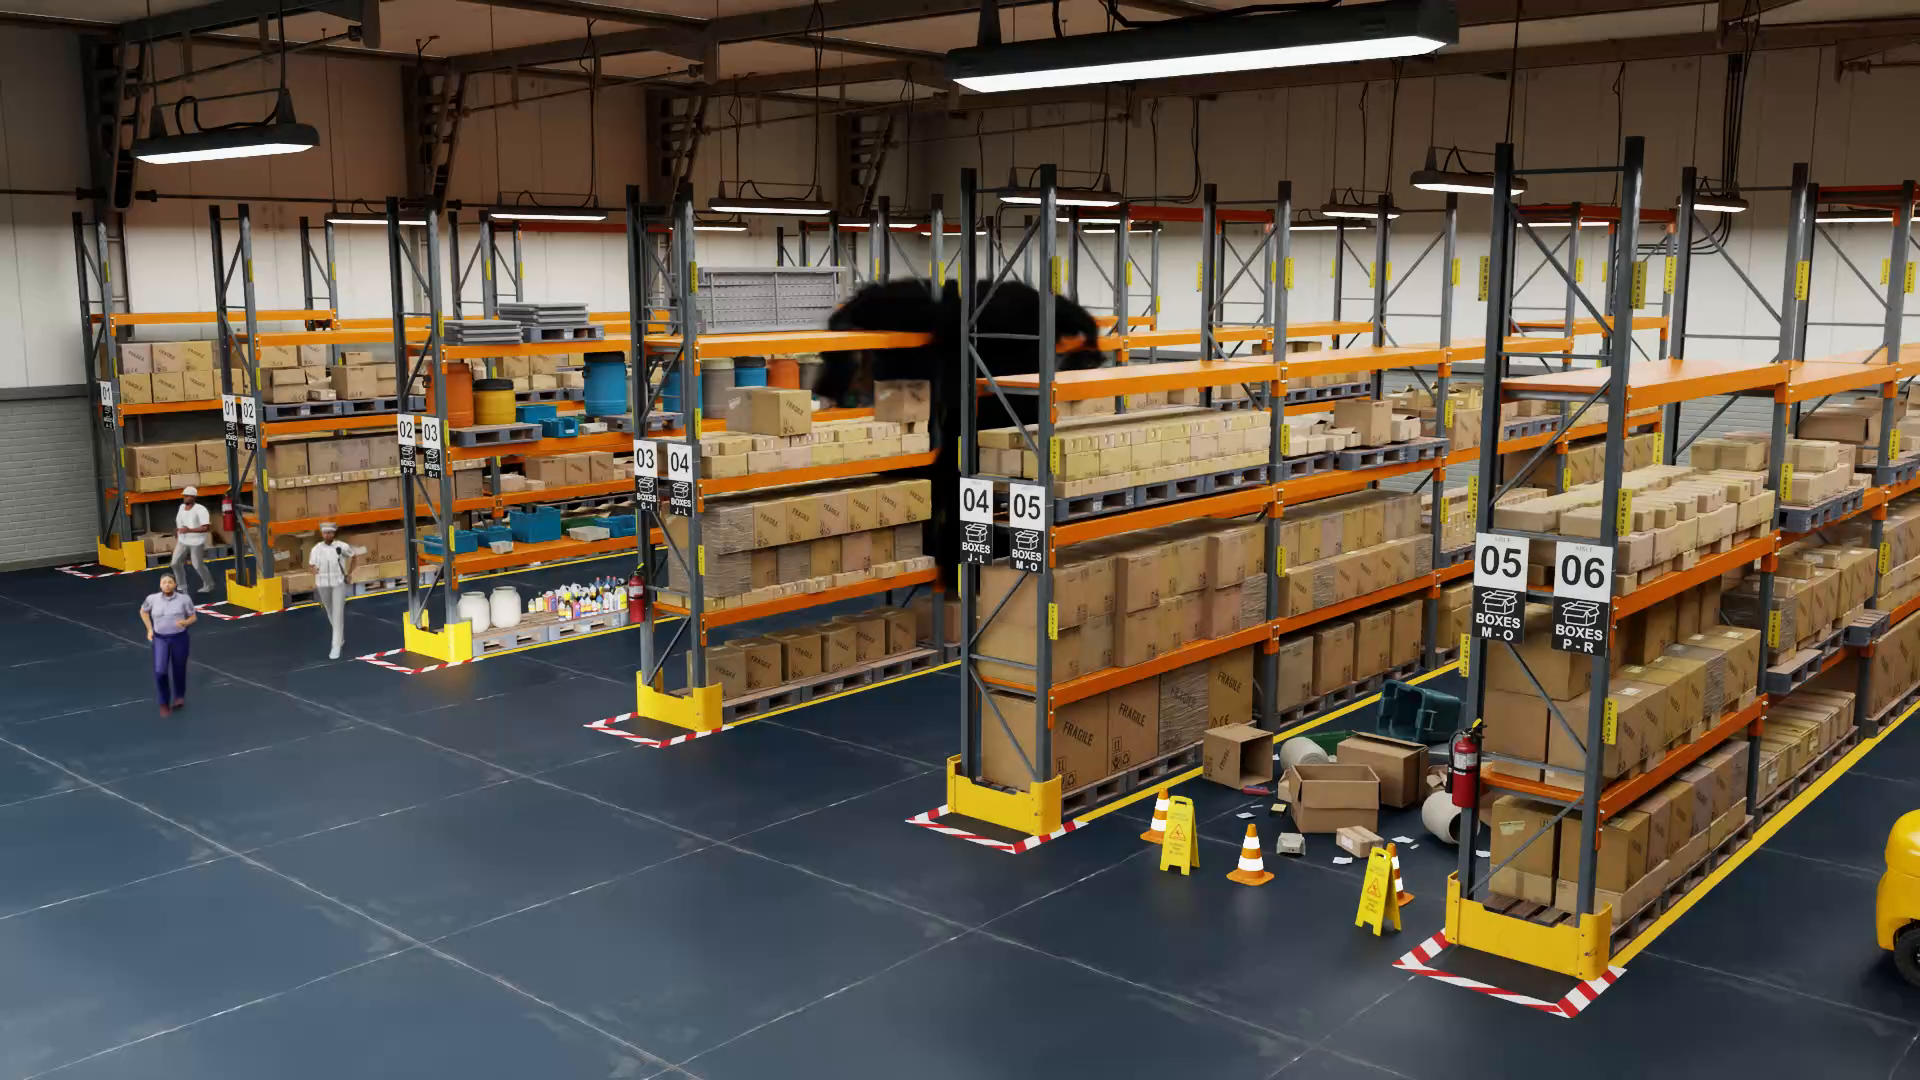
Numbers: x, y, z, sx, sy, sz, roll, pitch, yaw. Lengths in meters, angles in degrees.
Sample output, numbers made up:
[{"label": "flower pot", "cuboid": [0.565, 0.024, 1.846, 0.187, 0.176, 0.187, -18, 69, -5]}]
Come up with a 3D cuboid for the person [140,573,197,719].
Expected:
[{"label": "person", "cuboid": [-9.084, 1.212, 19.149, 0.581, 1.693, 0.711, -5, 11, -26]}]

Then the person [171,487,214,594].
[{"label": "person", "cuboid": [-11.860, 0.060, 25.762, 0.688, 1.813, 0.740, 3, 10, 18]}]

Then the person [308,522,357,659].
[{"label": "person", "cuboid": [-8.123, 0.603, 21.526, 0.576, 1.719, 0.922, -1, 10, -8]}]
